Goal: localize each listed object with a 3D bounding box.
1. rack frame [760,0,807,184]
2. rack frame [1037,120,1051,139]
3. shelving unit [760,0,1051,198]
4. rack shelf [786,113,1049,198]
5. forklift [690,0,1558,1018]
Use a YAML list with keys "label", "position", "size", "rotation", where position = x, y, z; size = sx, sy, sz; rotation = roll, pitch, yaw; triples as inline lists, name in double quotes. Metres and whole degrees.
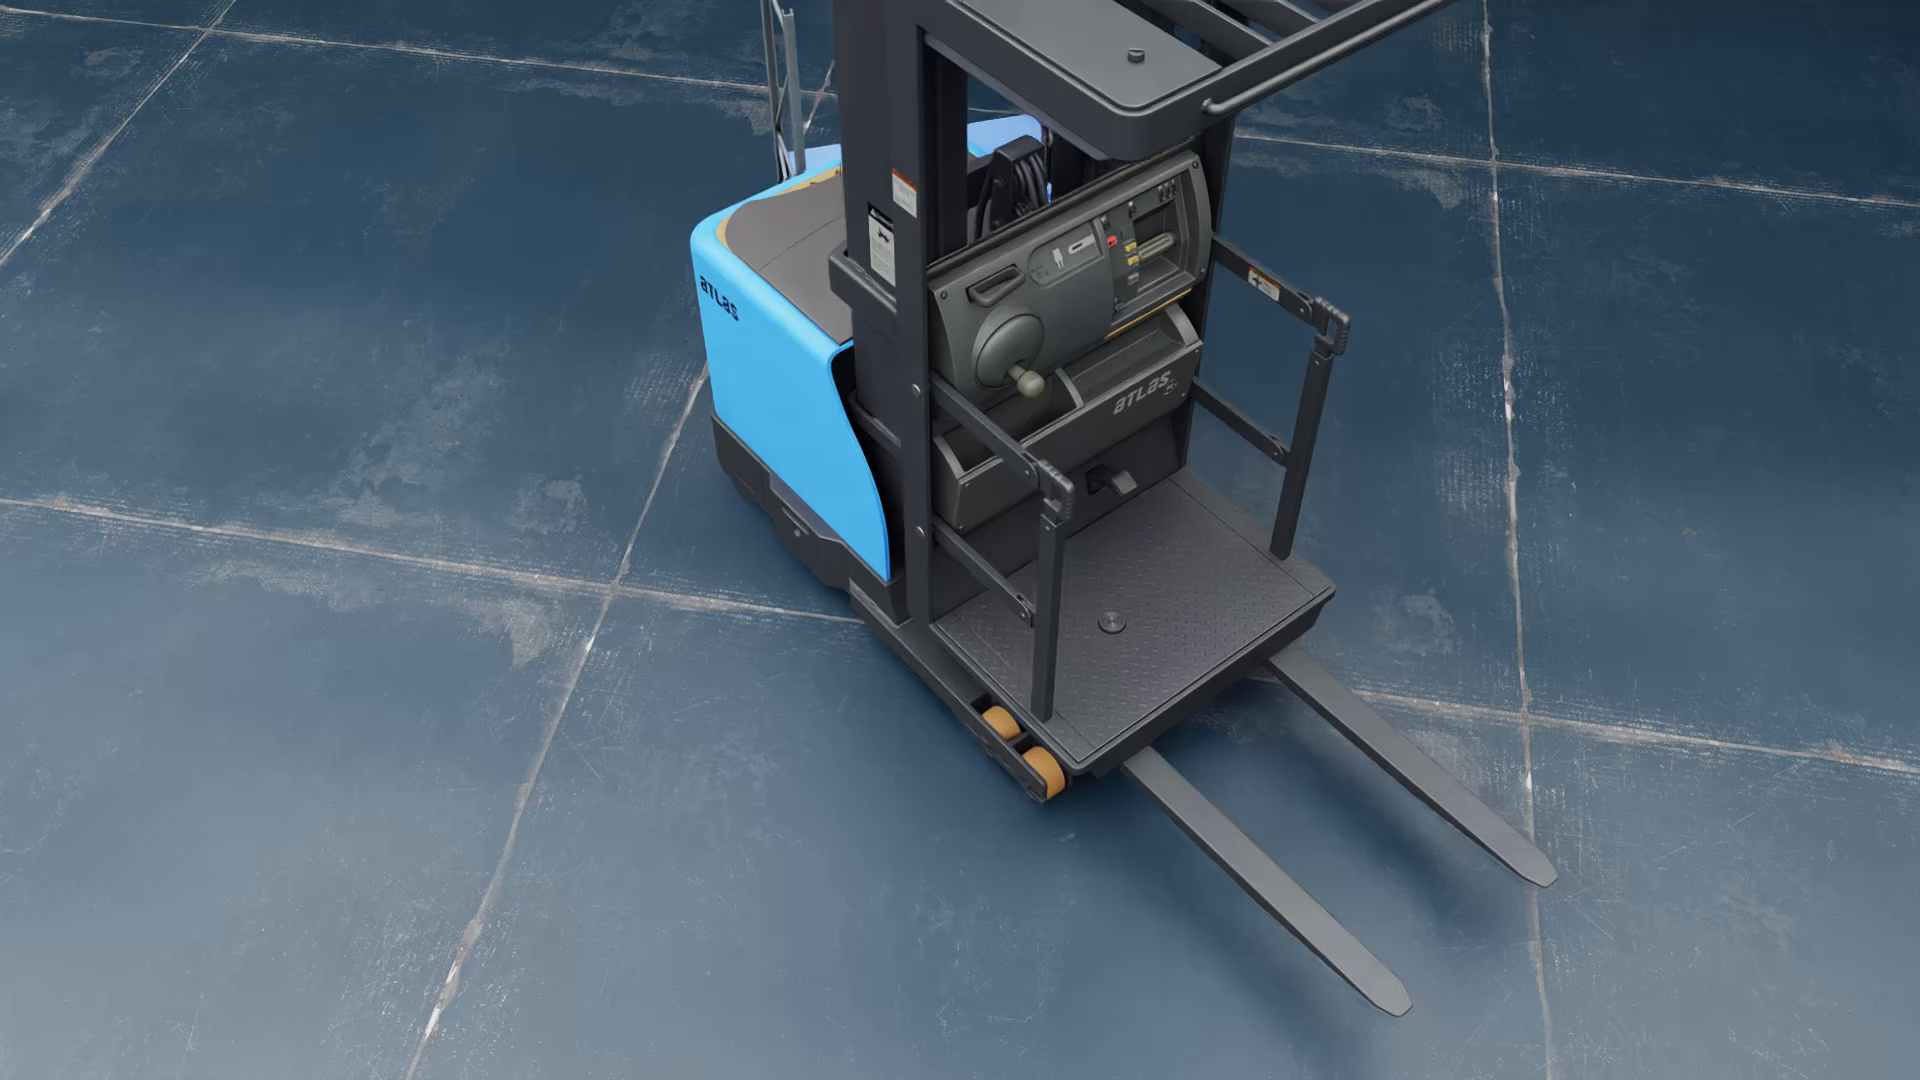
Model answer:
- label: "rack frame"
  position: [-0.604, -1.321, 5.929]
  size: [0.032, 1.500, 0.500]
  rotation: [-12, 49, -10]
- label: "rack frame"
  position: [0.375, -1.526, 6.113]
  size: [0.032, 1.500, 0.500]
  rotation: [-12, 49, -10]
- label: "shelving unit"
  position: [-0.114, -1.423, 6.021]
  size: [1.048, 1.500, 0.538]
  rotation: [-12, 49, -10]
- label: "rack shelf"
  position: [-0.114, -1.303, 6.154]
  size: [1.000, 0.185, 0.538]
  rotation: [-12, 49, -10]
- label: "forklift"
  position: [0.452, -0.617, 4.334]
  size: [1.130, 2.935, 3.031]
  rotation: [-31, 55, -25]
